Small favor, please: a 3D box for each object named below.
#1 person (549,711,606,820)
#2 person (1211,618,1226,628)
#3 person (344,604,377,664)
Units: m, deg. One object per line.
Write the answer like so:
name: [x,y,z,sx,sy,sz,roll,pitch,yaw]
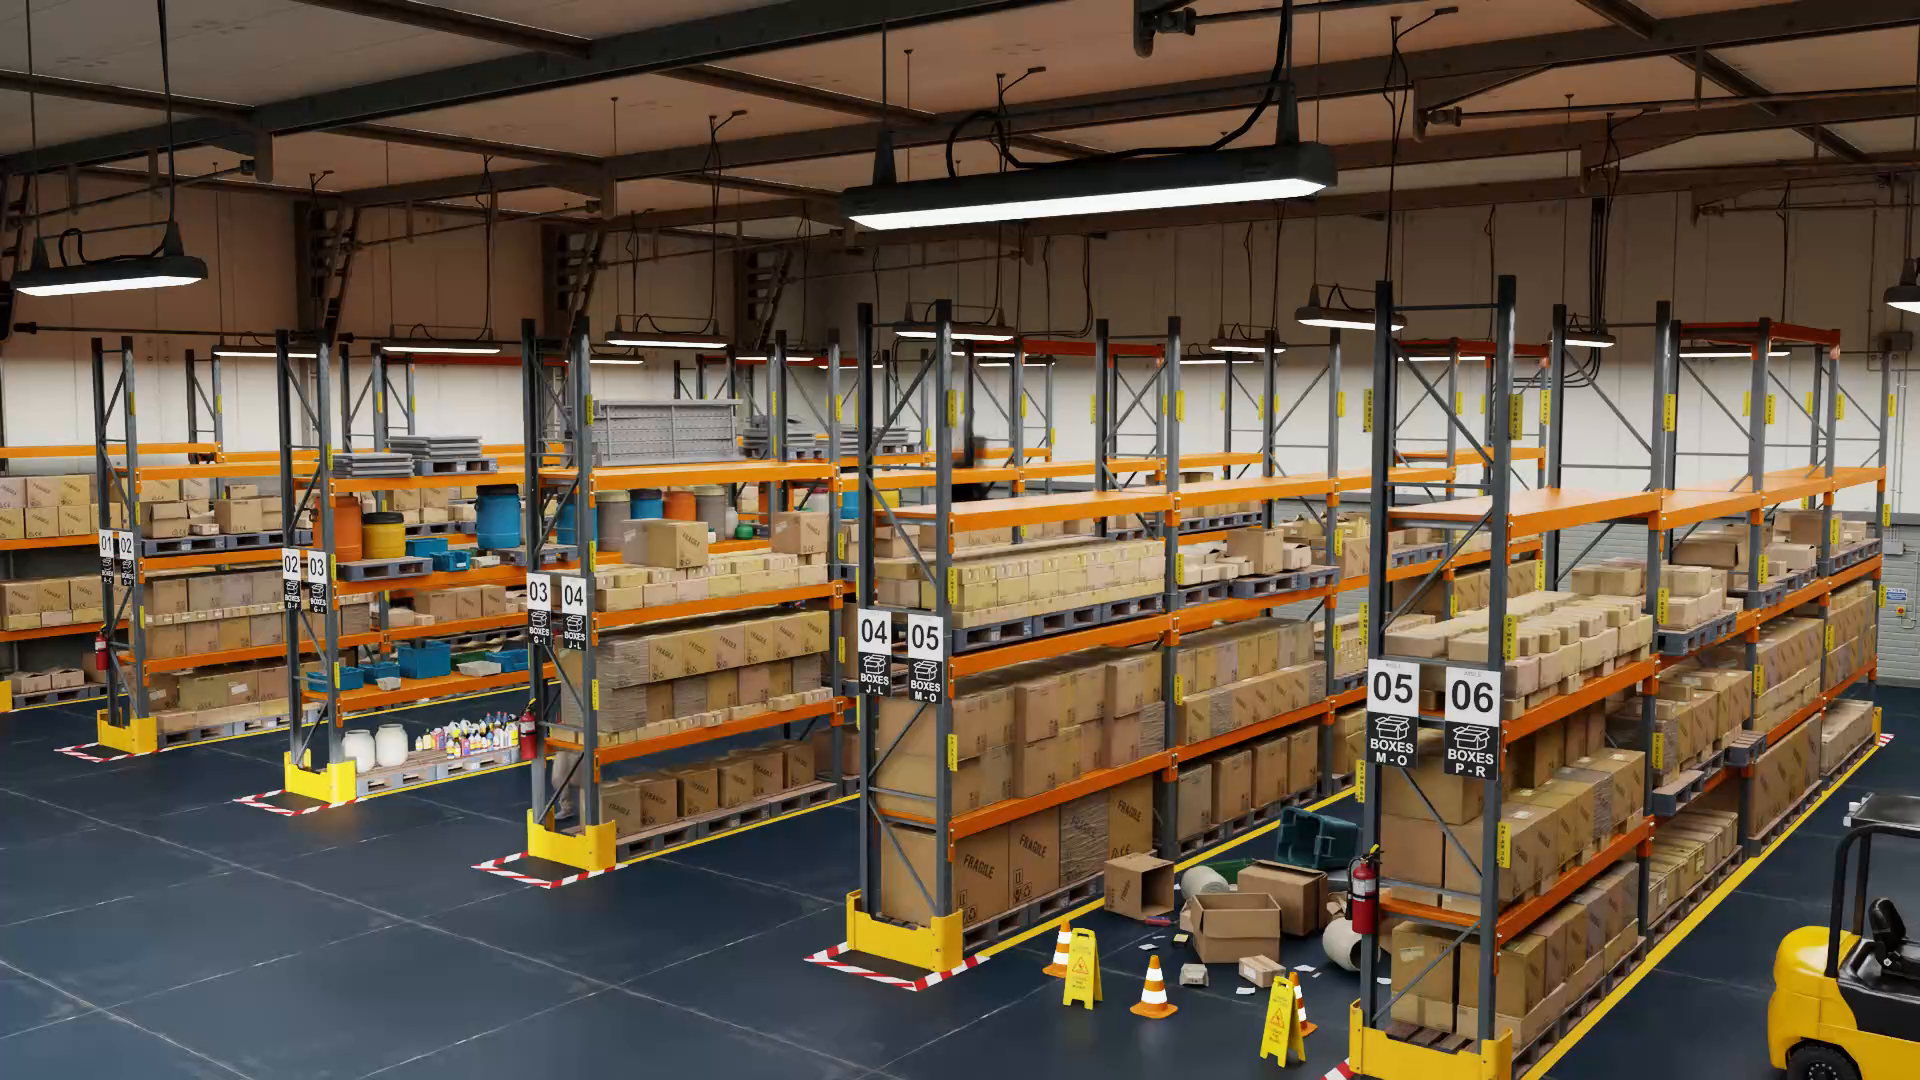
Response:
person: [-4.714,2.550,20.404,0.669,1.679,0.752,3,6,34]
person: [4.073,2.049,26.291,0.548,1.644,0.563,3,6,33]
person: [-10.628,1.738,29.485,0.707,1.733,0.633,3,6,31]
